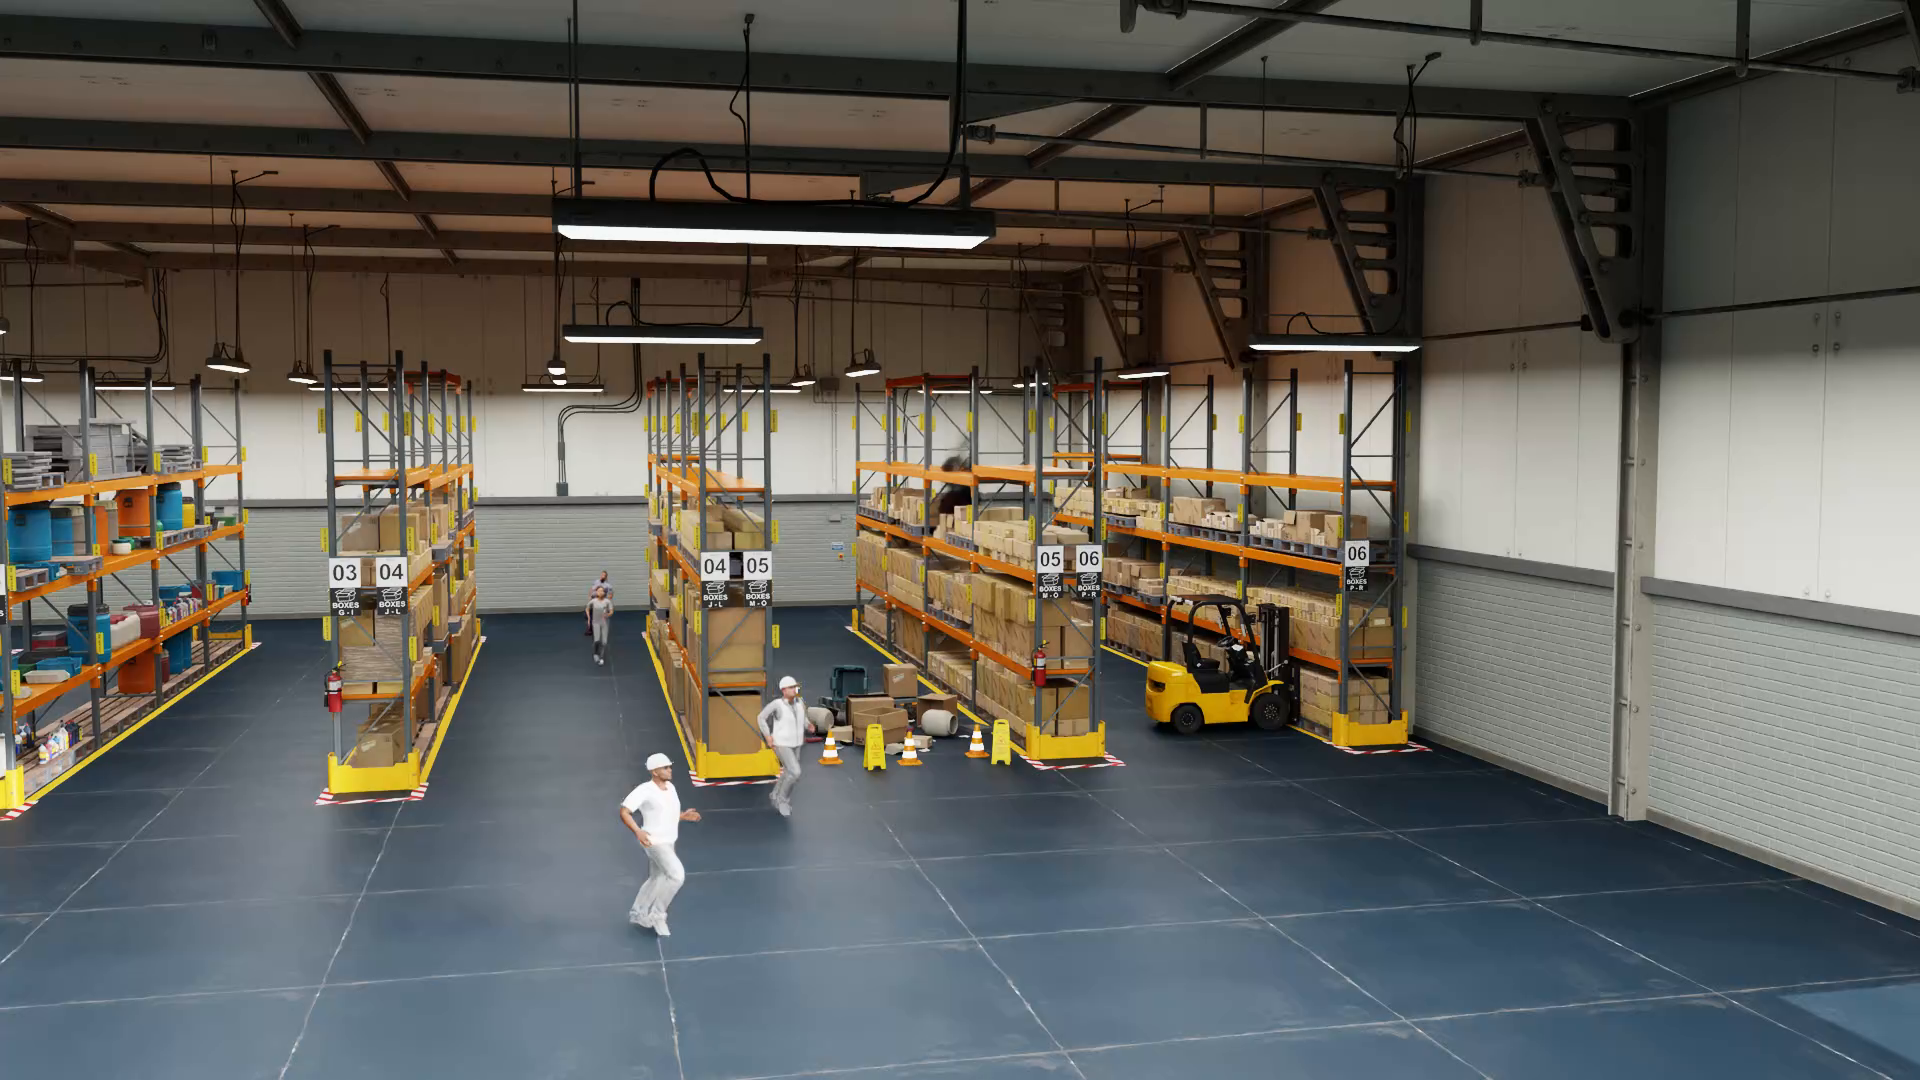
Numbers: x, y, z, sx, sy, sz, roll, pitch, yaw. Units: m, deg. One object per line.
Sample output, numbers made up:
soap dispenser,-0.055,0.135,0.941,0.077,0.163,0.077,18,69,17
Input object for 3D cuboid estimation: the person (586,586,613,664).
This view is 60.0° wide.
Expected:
person,-7.486,1.773,34.591,0.547,1.633,0.585,-1,4,-17

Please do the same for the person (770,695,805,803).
person,-2.225,2.691,21.396,0.639,1.442,0.446,3,5,37

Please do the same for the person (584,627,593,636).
person,-8.796,2.075,39.539,0.328,0.361,0.435,1,4,17

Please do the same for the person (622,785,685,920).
person,-2.973,3.063,16.377,0.652,1.373,0.654,1,4,15
